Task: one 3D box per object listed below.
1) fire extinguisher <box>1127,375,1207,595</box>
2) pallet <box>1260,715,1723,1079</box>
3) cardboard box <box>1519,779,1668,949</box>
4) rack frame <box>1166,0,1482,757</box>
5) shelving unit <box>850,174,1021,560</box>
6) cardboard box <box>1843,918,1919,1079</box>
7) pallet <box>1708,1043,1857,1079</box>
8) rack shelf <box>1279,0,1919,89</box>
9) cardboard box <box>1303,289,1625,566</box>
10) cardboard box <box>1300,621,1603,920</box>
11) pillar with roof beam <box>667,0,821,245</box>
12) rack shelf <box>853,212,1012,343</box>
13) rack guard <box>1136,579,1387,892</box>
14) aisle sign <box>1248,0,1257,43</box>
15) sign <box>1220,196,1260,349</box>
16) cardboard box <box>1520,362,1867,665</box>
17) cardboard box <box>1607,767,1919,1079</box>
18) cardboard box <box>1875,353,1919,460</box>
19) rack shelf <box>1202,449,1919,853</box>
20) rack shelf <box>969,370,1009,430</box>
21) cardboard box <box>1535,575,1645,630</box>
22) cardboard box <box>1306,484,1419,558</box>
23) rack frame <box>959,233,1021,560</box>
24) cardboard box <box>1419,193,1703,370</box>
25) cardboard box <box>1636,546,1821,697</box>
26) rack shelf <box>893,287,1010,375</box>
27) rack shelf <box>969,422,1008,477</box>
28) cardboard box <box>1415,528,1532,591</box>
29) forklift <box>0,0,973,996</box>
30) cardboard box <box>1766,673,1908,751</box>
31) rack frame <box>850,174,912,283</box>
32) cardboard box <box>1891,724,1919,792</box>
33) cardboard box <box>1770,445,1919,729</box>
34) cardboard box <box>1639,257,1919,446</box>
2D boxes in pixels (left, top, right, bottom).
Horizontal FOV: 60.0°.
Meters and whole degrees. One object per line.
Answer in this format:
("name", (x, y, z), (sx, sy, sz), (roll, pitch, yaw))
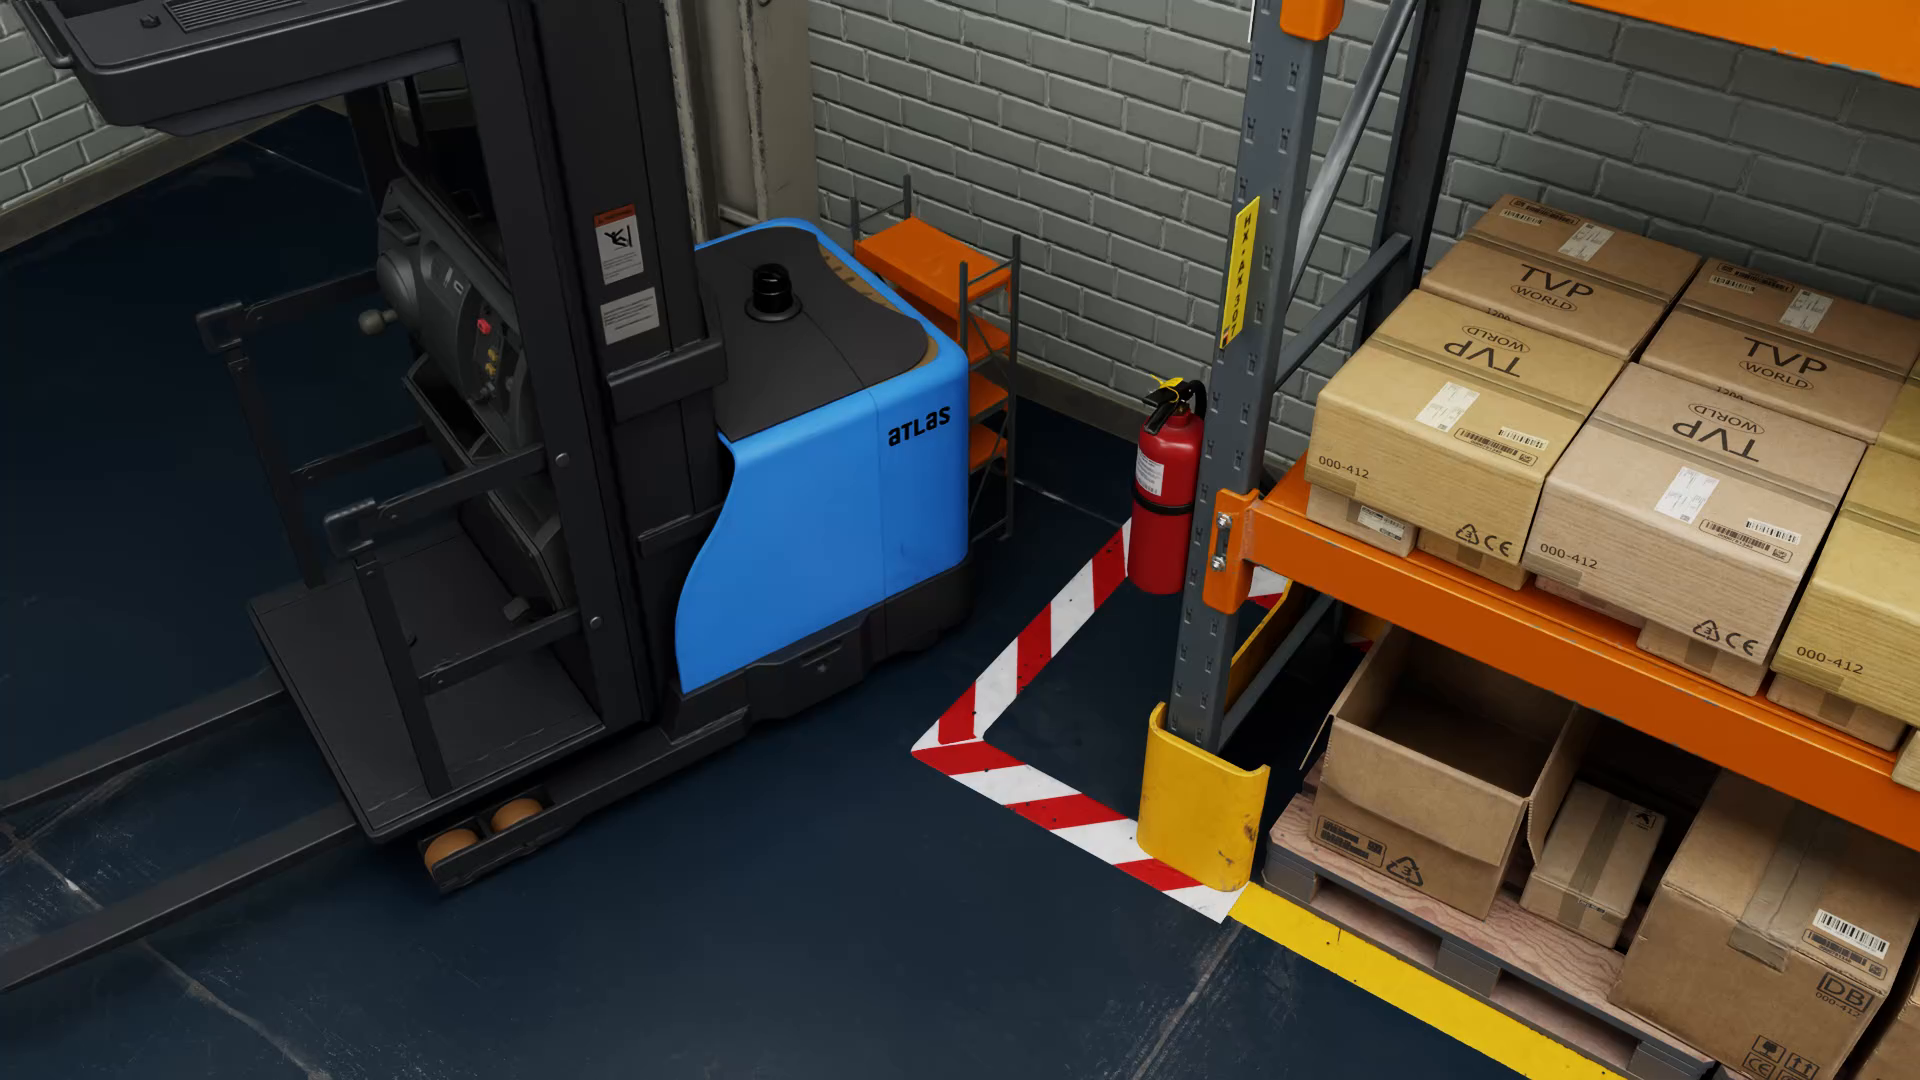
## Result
("fire extinguisher", (0.510, -0.165, 4.023), (0.183, 0.674, 0.296), (25, 48, 25))
("pallet", (1.612, 0.844, 4.649), (1.213, 0.211, 1.003), (25, 48, 25))
("cardboard box", (1.668, 0.847, 4.377), (0.250, 0.149, 0.380), (23, 47, 24))
("rack frame", (0.896, -0.529, 4.092), (0.127, 3.000, 1.000), (25, 48, 25))
("shelving unit", (-0.078, -0.531, 5.444), (0.258, 1.200, 0.503), (-32, 51, -31))
("cardboard box", (2.396, 1.137, 3.789), (0.500, 0.500, 0.500), (26, 48, 26))
("pallet", (2.606, 1.311, 4.126), (1.213, 0.211, 1.003), (25, 48, 25))
("rack shelf", (2.534, -0.613, 2.476), (4.000, 0.370, 1.077), (25, 48, 25))
("cardboard box", (1.113, -0.263, 3.684), (0.500, 0.250, 0.500), (25, 48, 26))
("cardboard box", (1.343, 0.531, 4.465), (0.637, 0.503, 0.797), (23, 47, 24))
("pillar with roof beam", (-3.266, -1.939, 1.169), (0.400, 9.000, 9.100), (25, 48, 25))
("rack shelf", (-0.078, -0.824, 5.182), (0.258, 0.148, 0.480), (-32, 51, -31))
("rack guard", (0.958, 0.431, 4.893), (0.348, 0.500, 1.175), (25, 48, 25))
("aisle sign", (0.672, -1.364, 3.075), (0.004, 0.787, 0.394), (25, 48, 25))
("sign", (0.585, -0.556, 3.472), (0.005, 0.325, 0.100), (25, 48, 25))
("cardboard box", (1.526, -0.070, 3.469), (0.500, 0.250, 0.500), (26, 48, 26))
("cardboard box", (2.020, 0.880, 4.076), (0.500, 0.500, 0.700), (27, 48, 27))
("cardboard box", (2.249, -0.163, 3.572), (0.500, 0.250, 0.500), (27, 48, 27))
("rack shelf", (2.534, 0.505, 3.476), (4.000, 0.370, 1.077), (25, 48, 25))
("rack shelf", (-0.078, -0.481, 5.489), (0.258, 0.148, 0.480), (-32, 51, -31))
("cardboard box", (1.478, -0.006, 3.696), (0.250, 0.149, 0.380), (24, 47, 25))
("cardboard box", (1.008, -0.160, 3.868), (0.250, 0.149, 0.380), (25, 47, 25))
("rack frame", (0.090, -0.413, 5.312), (0.240, 1.200, 0.015), (-32, 51, -31))
("cardboard box", (1.425, -0.553, 4.008), (0.500, 0.250, 0.500), (26, 48, 26))
("cardboard box", (1.650, 0.124, 3.550), (0.250, 0.149, 0.380), (27, 48, 27))
("rack shelf", (-0.078, -0.648, 5.340), (0.258, 0.148, 0.480), (-32, 51, -31))
("rack shelf", (-0.078, -0.333, 5.621), (0.258, 0.148, 0.480), (-32, 51, -31))
("cardboard box", (1.243, -0.088, 3.787), (0.250, 0.149, 0.380), (26, 48, 26))
("forklift", (-1.459, -0.522, 4.136), (3.031, 2.935, 1.130), (-25, 47, -25))
("cardboard box", (1.870, 0.223, 3.440), (0.250, 0.149, 0.380), (26, 48, 26))
("rack frame", (-0.246, -0.649, 5.576), (0.240, 1.200, 0.015), (-32, 51, -31))
("cardboard box", (2.034, 0.360, 3.286), (0.250, 0.149, 0.380), (24, 47, 24))
("cardboard box", (1.943, 0.122, 3.254), (0.500, 0.250, 0.500), (24, 47, 25))
("cardboard box", (1.847, -0.355, 3.786), (0.500, 0.250, 0.500), (25, 48, 25))
